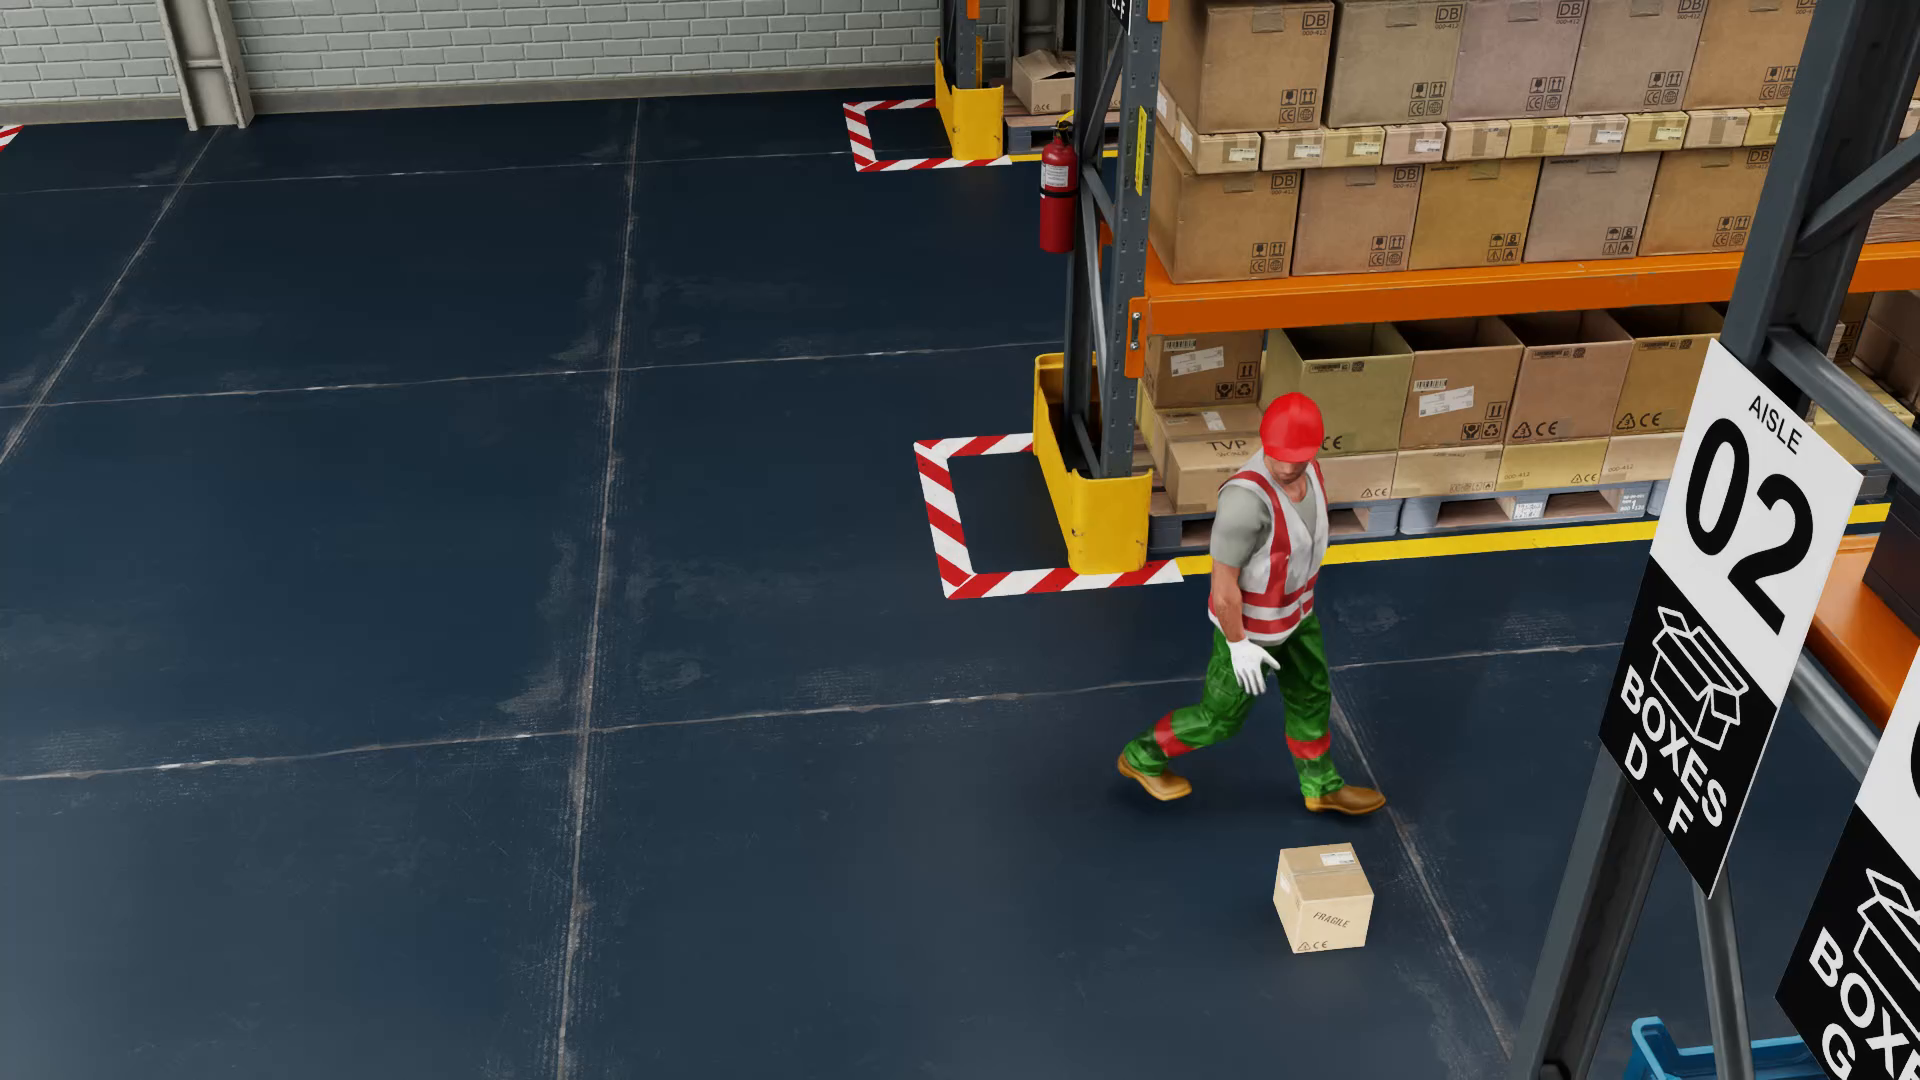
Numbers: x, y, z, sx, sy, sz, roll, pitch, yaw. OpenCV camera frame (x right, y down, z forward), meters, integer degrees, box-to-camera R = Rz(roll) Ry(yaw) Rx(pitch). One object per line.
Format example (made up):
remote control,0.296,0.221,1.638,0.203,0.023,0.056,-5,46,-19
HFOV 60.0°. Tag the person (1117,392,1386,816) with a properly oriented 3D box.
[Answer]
person,1.073,0.268,5.740,0.895,1.765,0.618,23,41,30
